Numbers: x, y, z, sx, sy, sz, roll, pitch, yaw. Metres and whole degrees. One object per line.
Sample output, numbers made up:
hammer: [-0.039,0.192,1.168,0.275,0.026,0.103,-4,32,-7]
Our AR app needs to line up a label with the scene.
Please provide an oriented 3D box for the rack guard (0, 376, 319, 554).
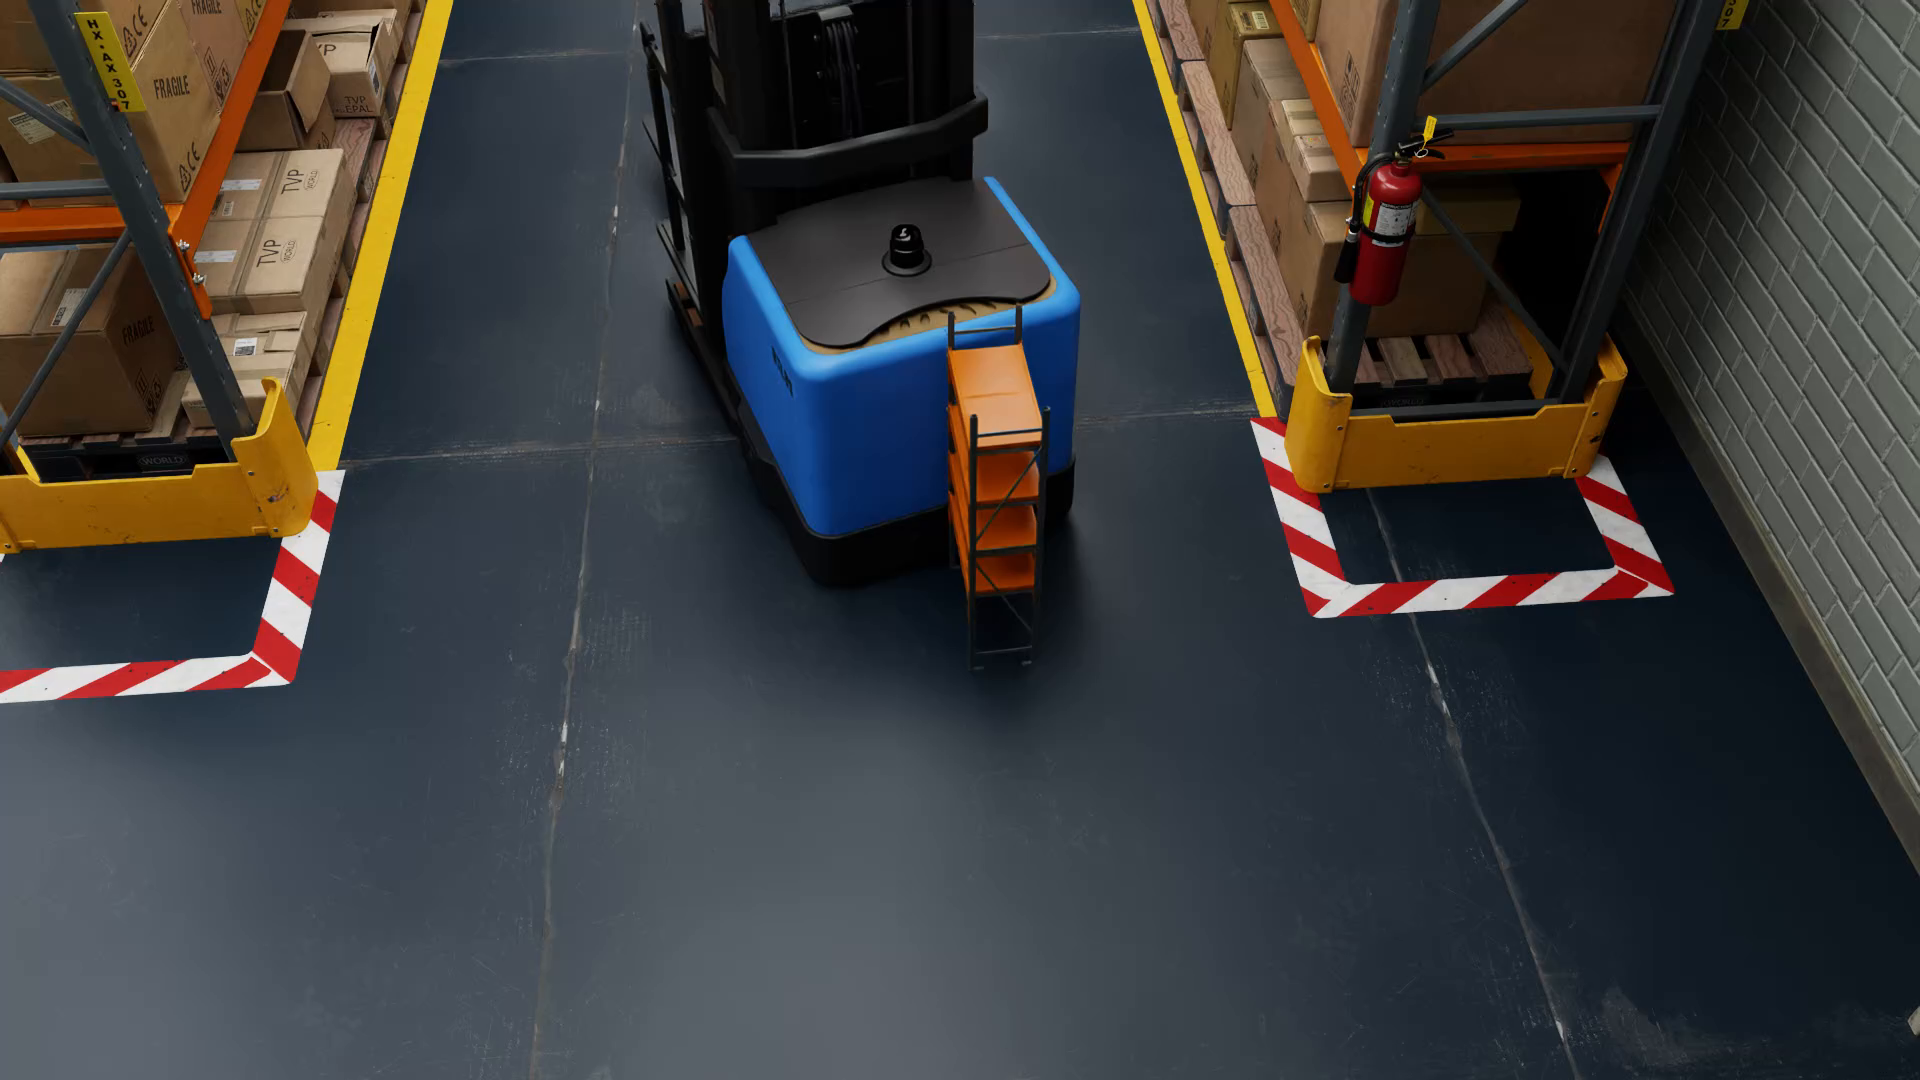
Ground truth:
rack guard: [-3.064,-0.277,6.168,1.175,0.500,0.348,-3,47,-3]

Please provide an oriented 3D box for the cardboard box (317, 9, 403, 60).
cardboard box: [-2.971,-2.484,8.197,0.380,0.149,0.250,-3,47,-3]

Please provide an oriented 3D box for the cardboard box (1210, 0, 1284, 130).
cardboard box: [1.583,-2.281,7.777,0.700,0.500,0.500,-3,47,-2]

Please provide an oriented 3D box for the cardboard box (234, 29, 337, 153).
cardboard box: [-3.230,-1.909,7.408,0.797,0.503,0.637,-3,47,-3]

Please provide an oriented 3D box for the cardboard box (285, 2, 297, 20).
cardboard box: [-3.573,-2.885,8.465,0.500,0.311,0.500,-3,47,-3]

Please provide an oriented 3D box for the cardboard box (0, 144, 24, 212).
cardboard box: [-3.367,-1.423,5.463,0.500,0.500,0.500,-2,47,-2]

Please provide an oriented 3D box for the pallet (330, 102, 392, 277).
pallet: [-3.231,-1.635,7.653,1.003,0.211,1.213,-3,47,-3]

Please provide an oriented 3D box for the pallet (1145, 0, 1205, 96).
pallet: [1.529,-2.765,8.723,1.003,0.211,1.213,-3,47,-3]

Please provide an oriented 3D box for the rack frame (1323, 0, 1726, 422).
rack frame: [1.878,-1.385,5.496,1.000,3.000,0.127,-3,47,-3]

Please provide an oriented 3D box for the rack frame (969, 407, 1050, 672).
rack frame: [0.150,0.031,5.394,0.240,1.200,0.015,-6,47,-6]

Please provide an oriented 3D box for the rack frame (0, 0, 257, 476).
rack frame: [-3.058,-1.081,5.208,1.000,3.000,0.127,-3,47,-3]

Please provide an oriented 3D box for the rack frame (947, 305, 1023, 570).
rack frame: [0.080,-0.320,5.727,0.240,1.200,0.015,-6,47,-6]

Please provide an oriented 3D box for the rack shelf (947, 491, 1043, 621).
rack shelf: [0.115,0.038,5.754,0.258,0.148,0.480,-6,47,-6]

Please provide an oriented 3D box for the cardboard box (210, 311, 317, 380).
cardboard box: [-2.771,-0.763,6.555,0.380,0.166,0.250,-3,47,-3]

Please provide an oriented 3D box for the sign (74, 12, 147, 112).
sign: [-2.517,-1.412,4.925,0.100,0.325,0.005,-3,47,-3]

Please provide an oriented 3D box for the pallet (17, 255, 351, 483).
pallet: [-3.132,-0.754,6.819,1.003,0.211,1.213,-3,47,-3]

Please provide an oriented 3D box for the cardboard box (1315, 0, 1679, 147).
cardboard box: [1.825,-1.856,5.736,0.980,0.700,0.700,-2,47,-1]

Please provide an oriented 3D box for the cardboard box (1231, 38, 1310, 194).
cardboard box: [1.635,-1.896,7.412,0.700,0.500,0.500,-5,47,-5]

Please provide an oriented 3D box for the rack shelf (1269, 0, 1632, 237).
rack shelf: [1.711,-2.585,7.127,1.077,0.370,4.000,-3,47,-3]

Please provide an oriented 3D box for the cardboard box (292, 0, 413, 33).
cardboard box: [-3.062,-2.872,8.323,0.500,0.500,0.500,-3,47,-3]

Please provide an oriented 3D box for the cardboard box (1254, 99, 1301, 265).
cardboard box: [1.678,-1.532,7.068,0.700,0.500,0.500,-4,47,-3]

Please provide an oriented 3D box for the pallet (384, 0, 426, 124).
pallet: [-3.336,-2.519,8.491,1.003,0.211,1.213,-3,47,-3]

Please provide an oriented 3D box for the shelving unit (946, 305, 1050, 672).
shelving unit: [0.115,-0.145,5.561,0.258,1.200,0.503,-6,47,-6]

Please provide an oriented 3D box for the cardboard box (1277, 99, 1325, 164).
cardboard box: [1.505,-1.660,6.742,0.380,0.149,0.250,-2,47,-2]

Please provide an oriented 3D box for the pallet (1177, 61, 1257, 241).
pallet: [1.634,-1.880,7.886,1.003,0.211,1.213,-3,47,-3]

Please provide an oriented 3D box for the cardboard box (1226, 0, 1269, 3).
cardboard box: [1.394,-2.603,7.635,0.380,0.149,0.250,-5,47,-4]

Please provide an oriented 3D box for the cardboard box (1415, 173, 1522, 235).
cardboard box: [1.930,-1.315,6.415,0.380,0.149,0.250,-3,47,-3]

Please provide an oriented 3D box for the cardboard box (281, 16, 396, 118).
cardboard box: [-3.000,-2.264,7.877,0.500,0.311,0.500,-3,47,-3]

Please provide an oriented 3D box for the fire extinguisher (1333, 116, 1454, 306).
fire extinguisher: [1.431,-1.093,5.529,0.296,0.674,0.183,-3,47,-3]

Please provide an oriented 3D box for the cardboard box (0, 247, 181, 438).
cardboard box: [-3.349,-0.751,6.314,0.500,0.500,0.500,-3,47,-3]

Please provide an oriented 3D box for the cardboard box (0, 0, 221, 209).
cardboard box: [-2.832,-1.453,5.491,0.500,0.500,0.500,-3,47,-2]

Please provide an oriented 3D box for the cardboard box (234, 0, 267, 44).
cardboard box: [-2.920,-2.189,6.188,0.500,0.500,0.500,-4,47,-3]

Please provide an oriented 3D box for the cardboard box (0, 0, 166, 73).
cardboard box: [-2.832,-1.796,5.128,0.500,0.500,0.500,-2,47,-2]

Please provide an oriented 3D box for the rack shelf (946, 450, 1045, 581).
rack shelf: [0.115,-0.098,5.609,0.258,0.148,0.480,-6,47,-6]

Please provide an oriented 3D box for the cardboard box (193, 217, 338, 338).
cardboard box: [-2.863,-1.059,6.778,0.500,0.250,0.500,-3,47,-3]

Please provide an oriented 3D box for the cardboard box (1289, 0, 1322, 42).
cardboard box: [1.753,-2.382,6.234,0.980,0.700,0.700,-4,47,-4]

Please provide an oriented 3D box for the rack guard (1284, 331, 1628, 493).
rack guard: [1.880,-0.508,6.387,1.175,0.500,0.348,-3,47,-3]

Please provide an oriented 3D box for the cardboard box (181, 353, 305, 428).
cardboard box: [-2.750,-0.576,6.390,0.380,0.149,0.250,-3,47,-3]

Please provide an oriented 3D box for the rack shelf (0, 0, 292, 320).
rack shelf: [-3.225,-2.281,6.840,1.077,0.370,4.000,-3,47,-3]

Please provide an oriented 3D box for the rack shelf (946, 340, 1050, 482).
rack shelf: [0.115,-0.415,5.275,0.258,0.148,0.480,-6,47,-6]

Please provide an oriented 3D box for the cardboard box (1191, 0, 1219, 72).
cardboard box: [1.542,-2.653,8.129,0.700,0.500,0.500,-4,47,-4]

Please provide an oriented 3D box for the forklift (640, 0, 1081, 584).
forklift: [-0.605,-1.936,6.065,1.130,2.935,3.031,-17,49,-15]

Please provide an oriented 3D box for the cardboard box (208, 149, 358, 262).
cardboard box: [-2.904,-1.421,7.121,0.500,0.250,0.500,-3,47,-3]

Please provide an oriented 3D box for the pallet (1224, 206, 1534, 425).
pallet: [1.733,-1.000,7.052,1.003,0.211,1.213,-3,47,-3]

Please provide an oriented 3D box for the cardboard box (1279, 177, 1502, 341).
cardboard box: [1.720,-1.170,6.725,0.700,0.500,0.500,-3,47,-3]

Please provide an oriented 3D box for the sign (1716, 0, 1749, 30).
sign: [2.432,-1.739,5.180,0.100,0.325,0.005,-3,47,-3]

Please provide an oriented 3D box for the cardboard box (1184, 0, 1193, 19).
cardboard box: [1.504,-3.017,8.473,0.700,0.500,0.500,-3,47,-3]

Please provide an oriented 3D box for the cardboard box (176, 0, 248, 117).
cardboard box: [-2.881,-1.826,5.844,0.500,0.500,0.500,-4,47,-4]

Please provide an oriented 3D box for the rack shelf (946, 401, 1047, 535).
rack shelf: [0.115,-0.252,5.447,0.258,0.148,0.480,-6,47,-6]

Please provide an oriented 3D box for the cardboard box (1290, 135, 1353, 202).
cardboard box: [1.528,-1.475,6.567,0.380,0.149,0.250,-4,47,-4]

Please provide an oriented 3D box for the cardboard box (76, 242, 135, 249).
cardboard box: [-3.398,-1.355,7.058,0.500,0.250,0.500,-3,47,-3]
